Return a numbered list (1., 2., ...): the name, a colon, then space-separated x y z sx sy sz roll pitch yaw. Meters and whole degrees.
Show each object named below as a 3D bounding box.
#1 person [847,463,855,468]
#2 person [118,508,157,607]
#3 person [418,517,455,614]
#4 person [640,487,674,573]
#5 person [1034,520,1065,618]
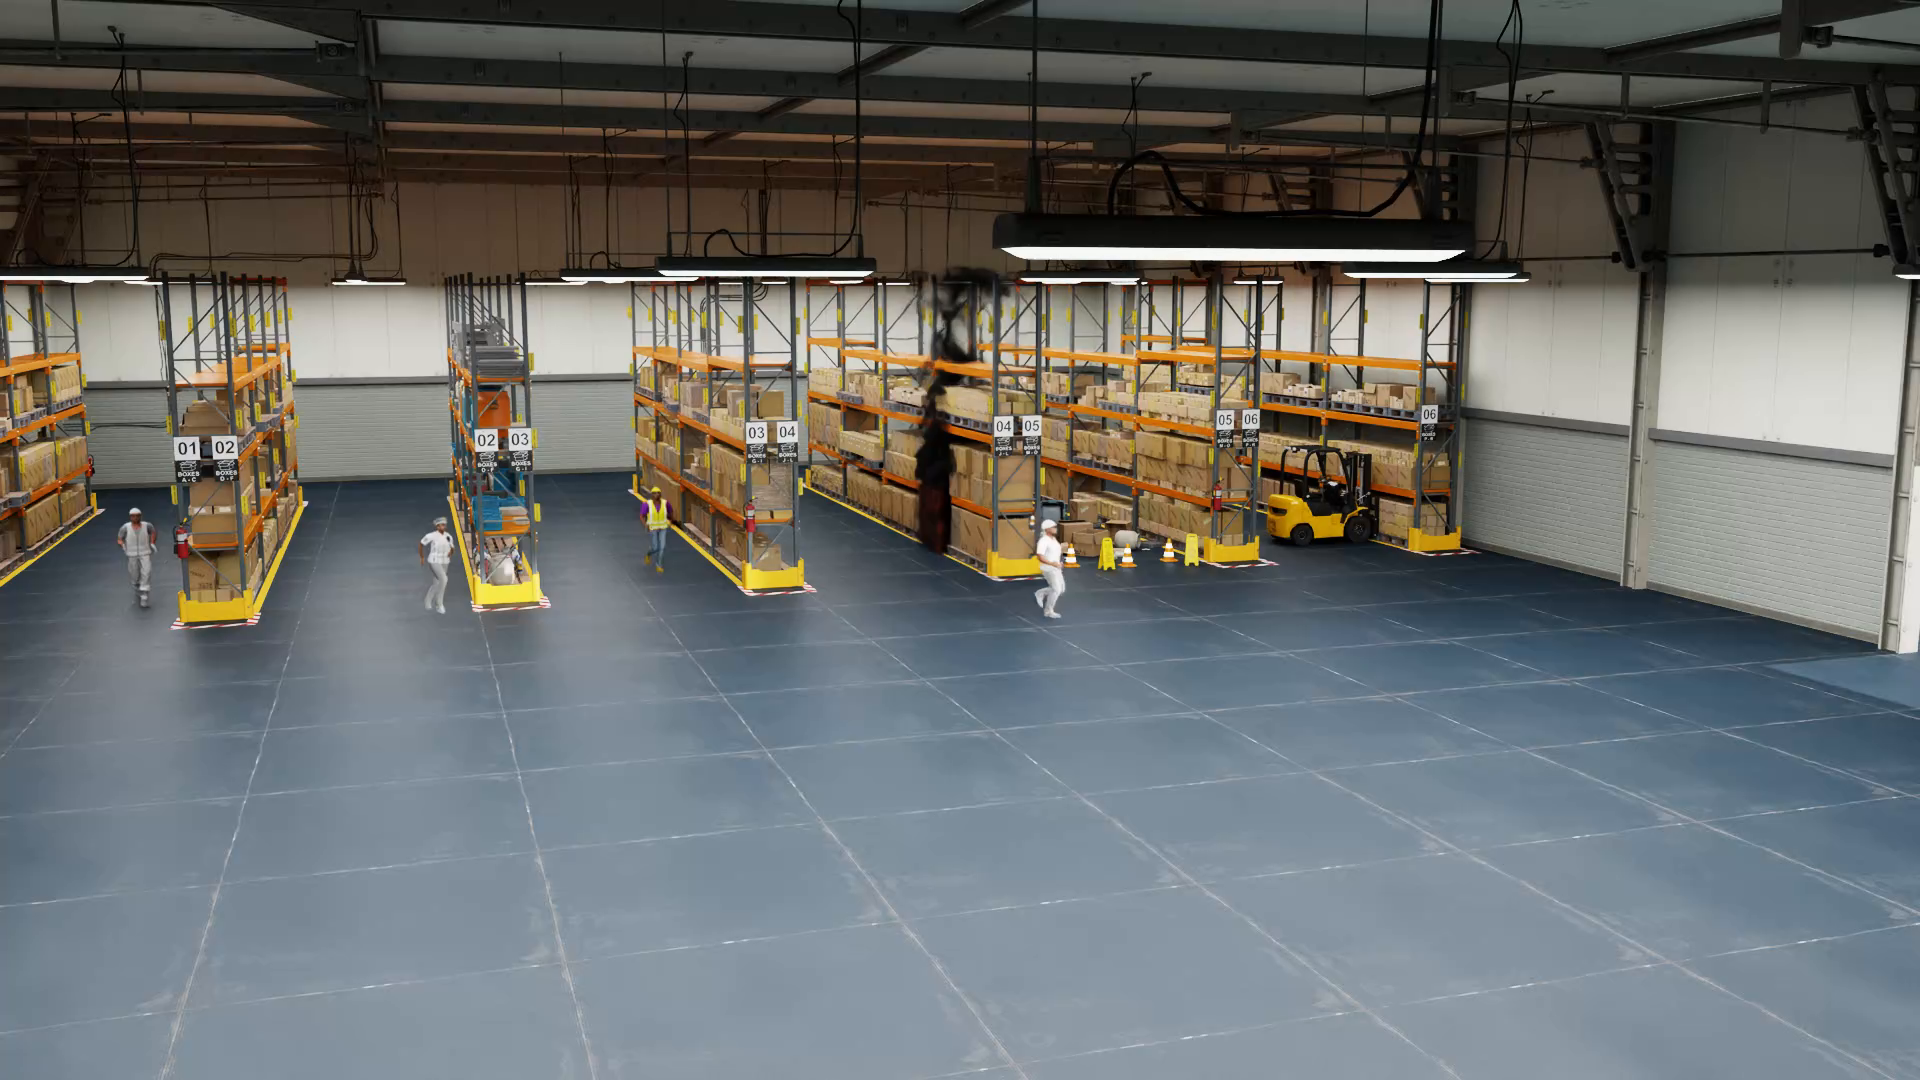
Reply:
1. person: -3.400 -2.615 49.785 0.830 1.691 0.629 6 11 36
2. person: -14.952 0.282 30.265 0.633 1.776 0.985 -4 10 -25
3. person: -9.277 0.430 29.677 0.658 1.677 0.572 7 11 37
4. person: -6.182 -0.231 33.943 0.683 1.740 0.662 -4 9 -23
5. person: 1.554 0.499 29.132 0.588 1.723 0.703 3 9 21
